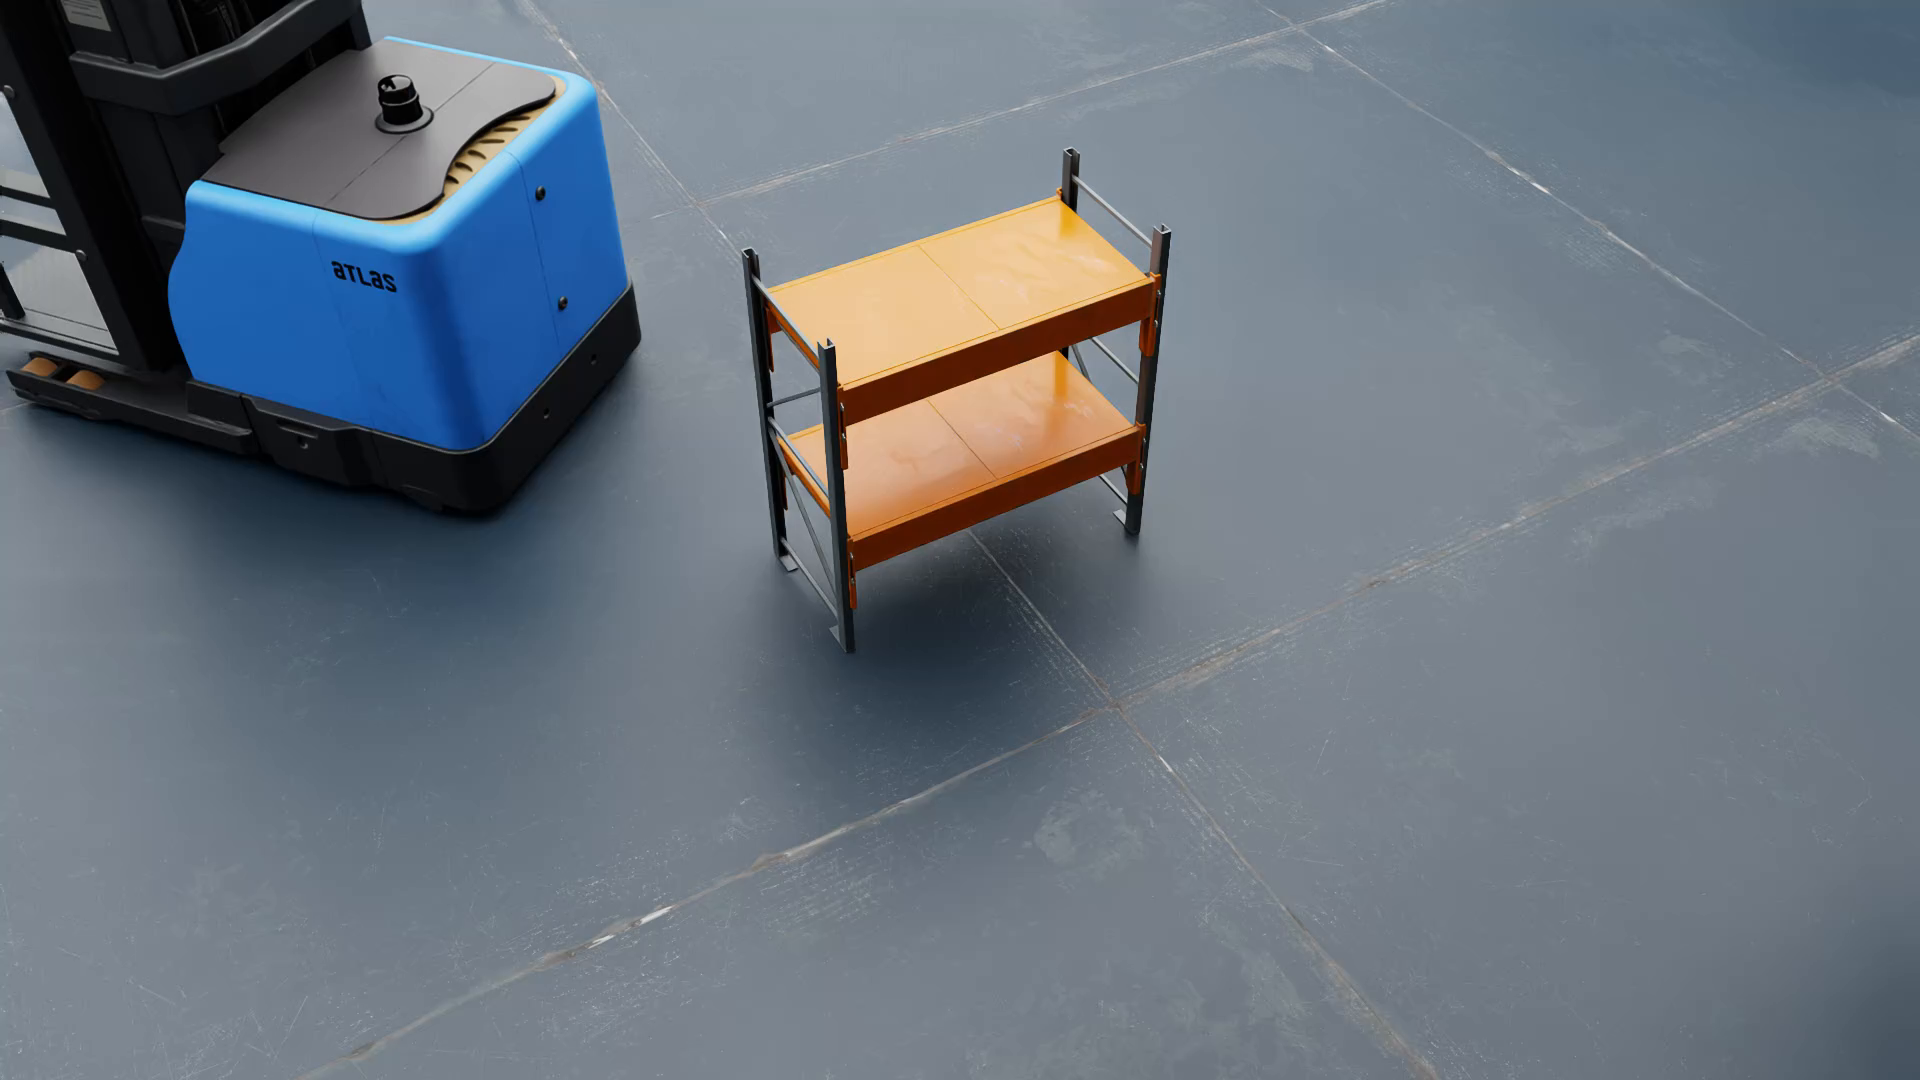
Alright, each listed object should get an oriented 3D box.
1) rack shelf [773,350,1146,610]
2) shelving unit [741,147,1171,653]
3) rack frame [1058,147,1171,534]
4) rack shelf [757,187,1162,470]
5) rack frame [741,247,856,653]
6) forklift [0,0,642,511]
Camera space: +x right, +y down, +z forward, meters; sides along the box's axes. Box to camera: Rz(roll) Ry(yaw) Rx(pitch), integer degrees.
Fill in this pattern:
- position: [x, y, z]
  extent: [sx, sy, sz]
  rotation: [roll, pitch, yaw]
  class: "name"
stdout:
- position: [-0.006, -0.226, 5.026]
  extent: [1.000, 0.278, 0.538]
  rotation: [-22, 48, -21]
  class: "rack shelf"
- position: [-0.006, -0.401, 4.856]
  extent: [1.048, 1.125, 0.538]
  rotation: [-22, 48, -21]
  class: "shelving unit"
- position: [0.435, -0.578, 5.038]
  extent: [0.032, 1.125, 0.500]
  rotation: [-22, 48, -21]
  class: "rack frame"
- position: [-0.006, -0.611, 4.652]
  extent: [1.000, 0.278, 0.538]
  rotation: [-22, 48, -21]
  class: "rack shelf"
- position: [-0.447, -0.225, 4.674]
  extent: [0.032, 1.125, 0.500]
  rotation: [-22, 48, -21]
  class: "rack frame"
- position: [-2.697, -1.789, 4.989]
  extent: [3.031, 2.935, 1.130]
  rotation: [15, 46, 15]
  class: "forklift"
